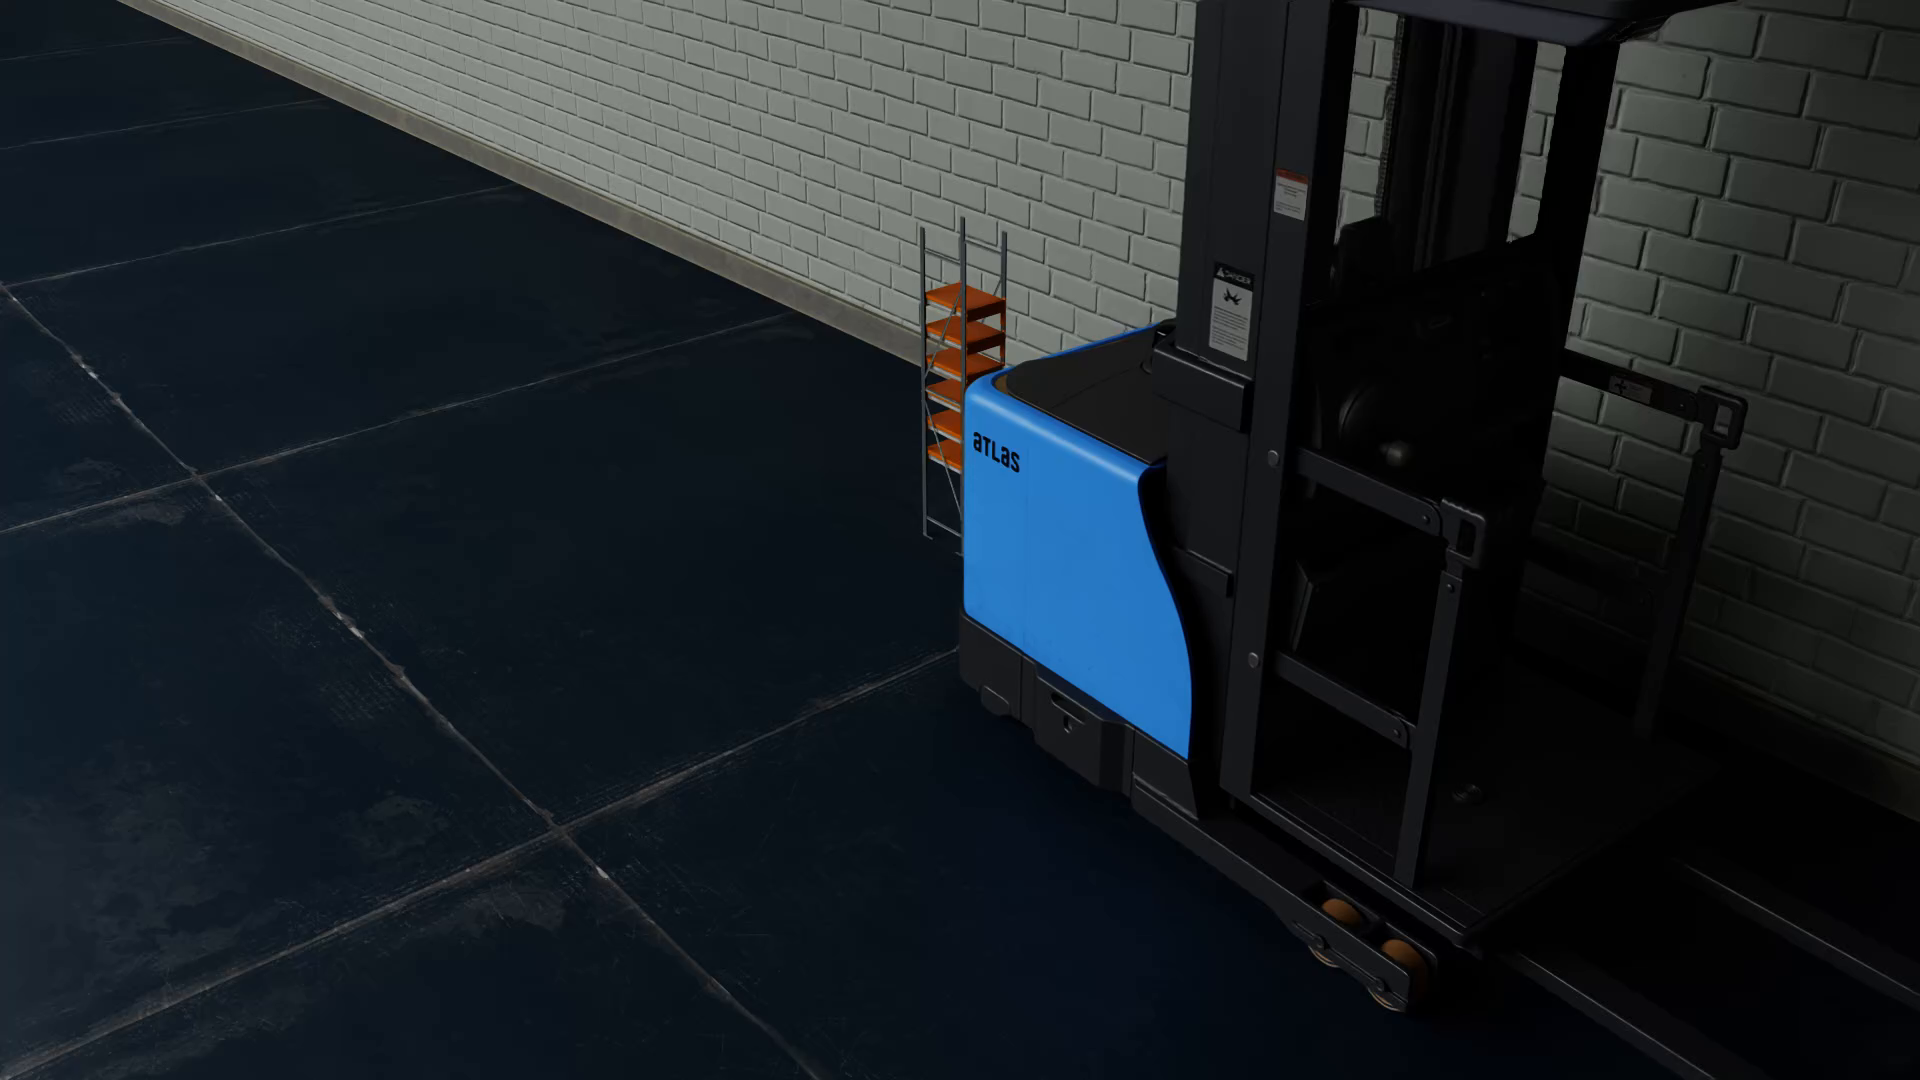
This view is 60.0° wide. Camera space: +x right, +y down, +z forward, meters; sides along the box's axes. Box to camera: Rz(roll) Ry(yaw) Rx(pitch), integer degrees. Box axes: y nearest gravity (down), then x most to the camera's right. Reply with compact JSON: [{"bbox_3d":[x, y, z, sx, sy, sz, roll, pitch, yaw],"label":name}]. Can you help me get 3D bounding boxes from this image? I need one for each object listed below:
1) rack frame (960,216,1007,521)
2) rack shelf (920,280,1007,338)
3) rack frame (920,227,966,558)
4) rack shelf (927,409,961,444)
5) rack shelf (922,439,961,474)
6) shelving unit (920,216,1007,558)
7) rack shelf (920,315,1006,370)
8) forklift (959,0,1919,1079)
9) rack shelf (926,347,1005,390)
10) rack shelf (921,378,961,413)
[{"bbox_3d":[0.081,-0.562,6.028,0.006,1.200,0.240,-22,35,-35],"label":"rack frame"},{"bbox_3d":[0.011,-0.812,5.827,0.180,0.103,0.258,-22,35,-35],"label":"rack shelf"},{"bbox_3d":[-0.059,-0.506,5.923,0.006,1.200,0.240,-22,35,-35],"label":"rack frame"},{"bbox_3d":[0.011,-0.389,6.053,0.180,0.103,0.258,-22,35,-35],"label":"rack shelf"},{"bbox_3d":[0.011,-0.283,6.110,0.180,0.103,0.258,-22,35,-35],"label":"rack shelf"},{"bbox_3d":[0.011,-0.534,5.975,0.189,1.200,0.258,-22,35,-35],"label":"shelving unit"},{"bbox_3d":[0.011,-0.706,5.883,0.180,0.103,0.258,-22,35,-35],"label":"rack shelf"},{"bbox_3d":[1.295,-0.403,3.895,1.130,2.935,3.031,-20,34,-33],"label":"forklift"},{"bbox_3d":[0.011,-0.600,5.940,0.180,0.103,0.258,-22,35,-35],"label":"rack shelf"},{"bbox_3d":[0.011,-0.494,5.996,0.180,0.103,0.258,-22,35,-35],"label":"rack shelf"}]
